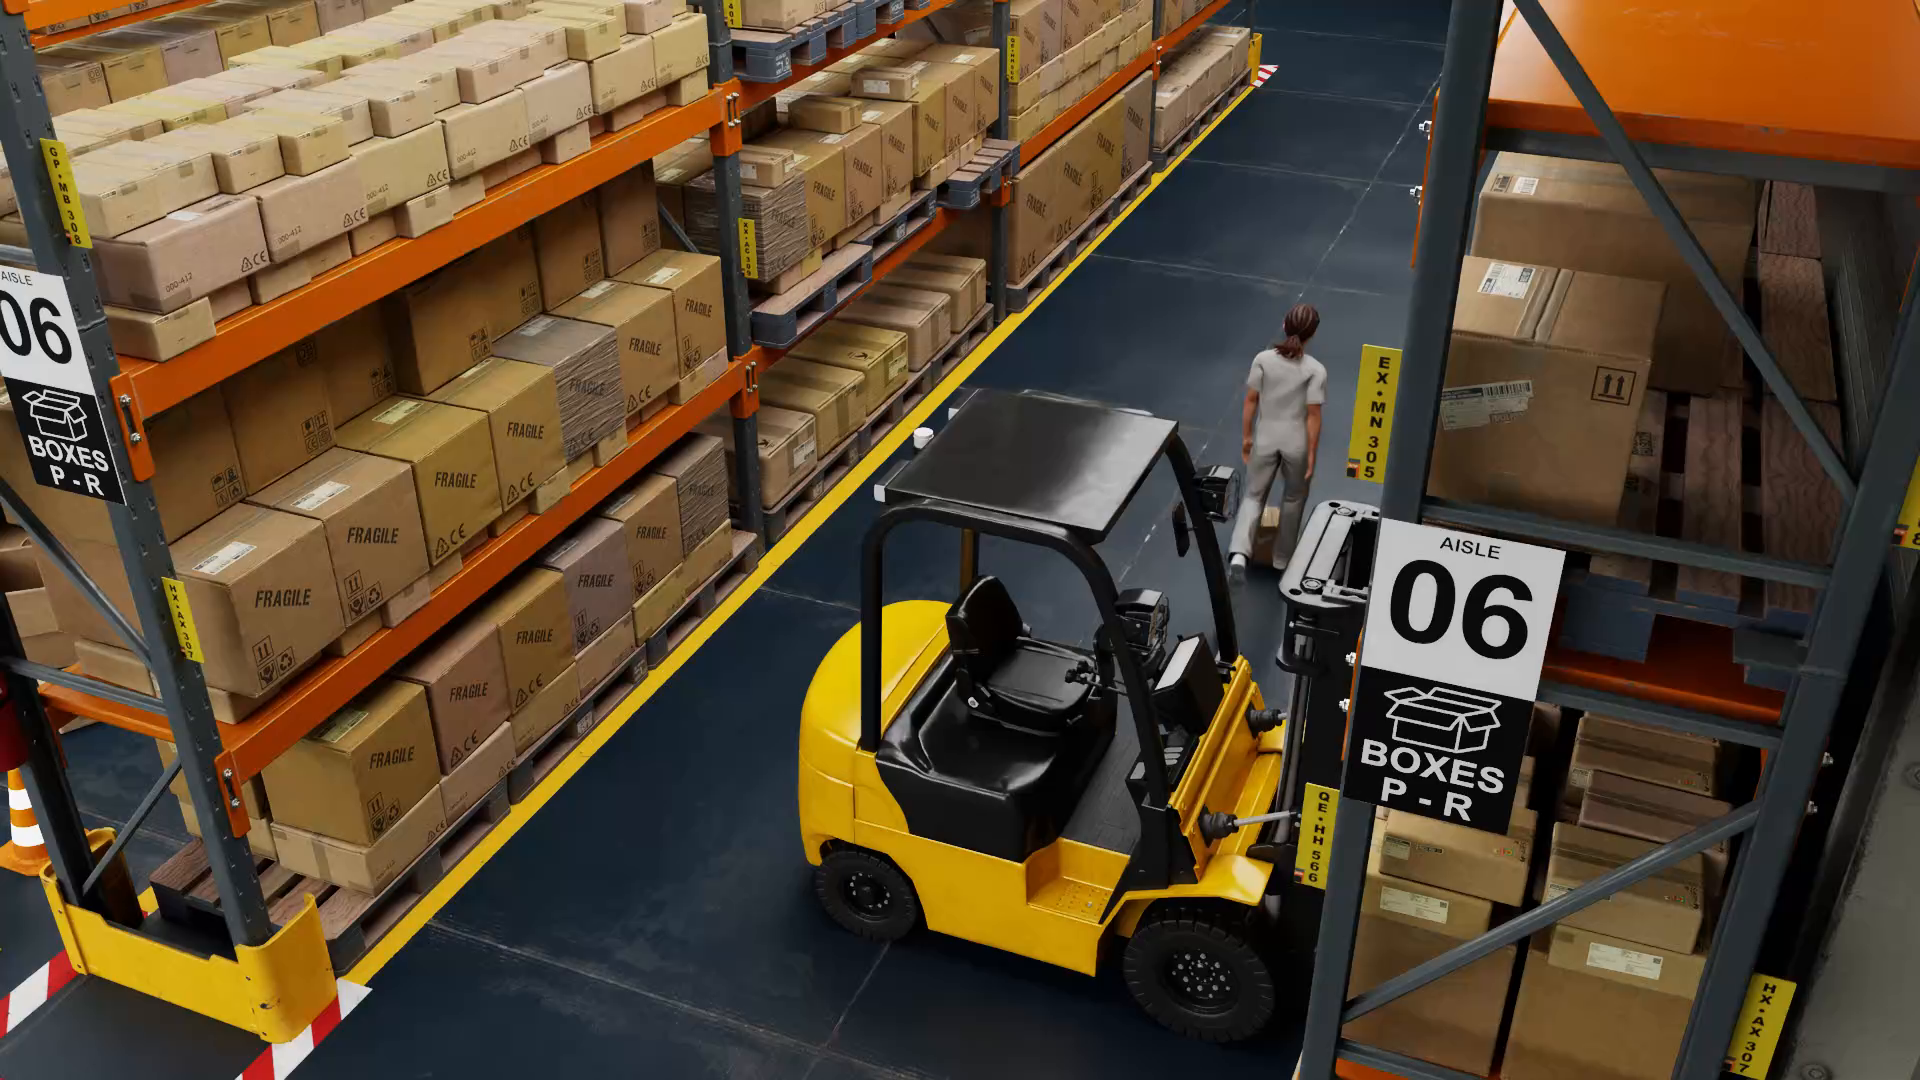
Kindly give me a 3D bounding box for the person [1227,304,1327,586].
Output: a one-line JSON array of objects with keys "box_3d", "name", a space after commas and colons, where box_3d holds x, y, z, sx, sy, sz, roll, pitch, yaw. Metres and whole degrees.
[{"box_3d": [1.759, -0.386, 9.319, 0.449, 1.397, 0.864, 13, 32, 21], "name": "person"}]
